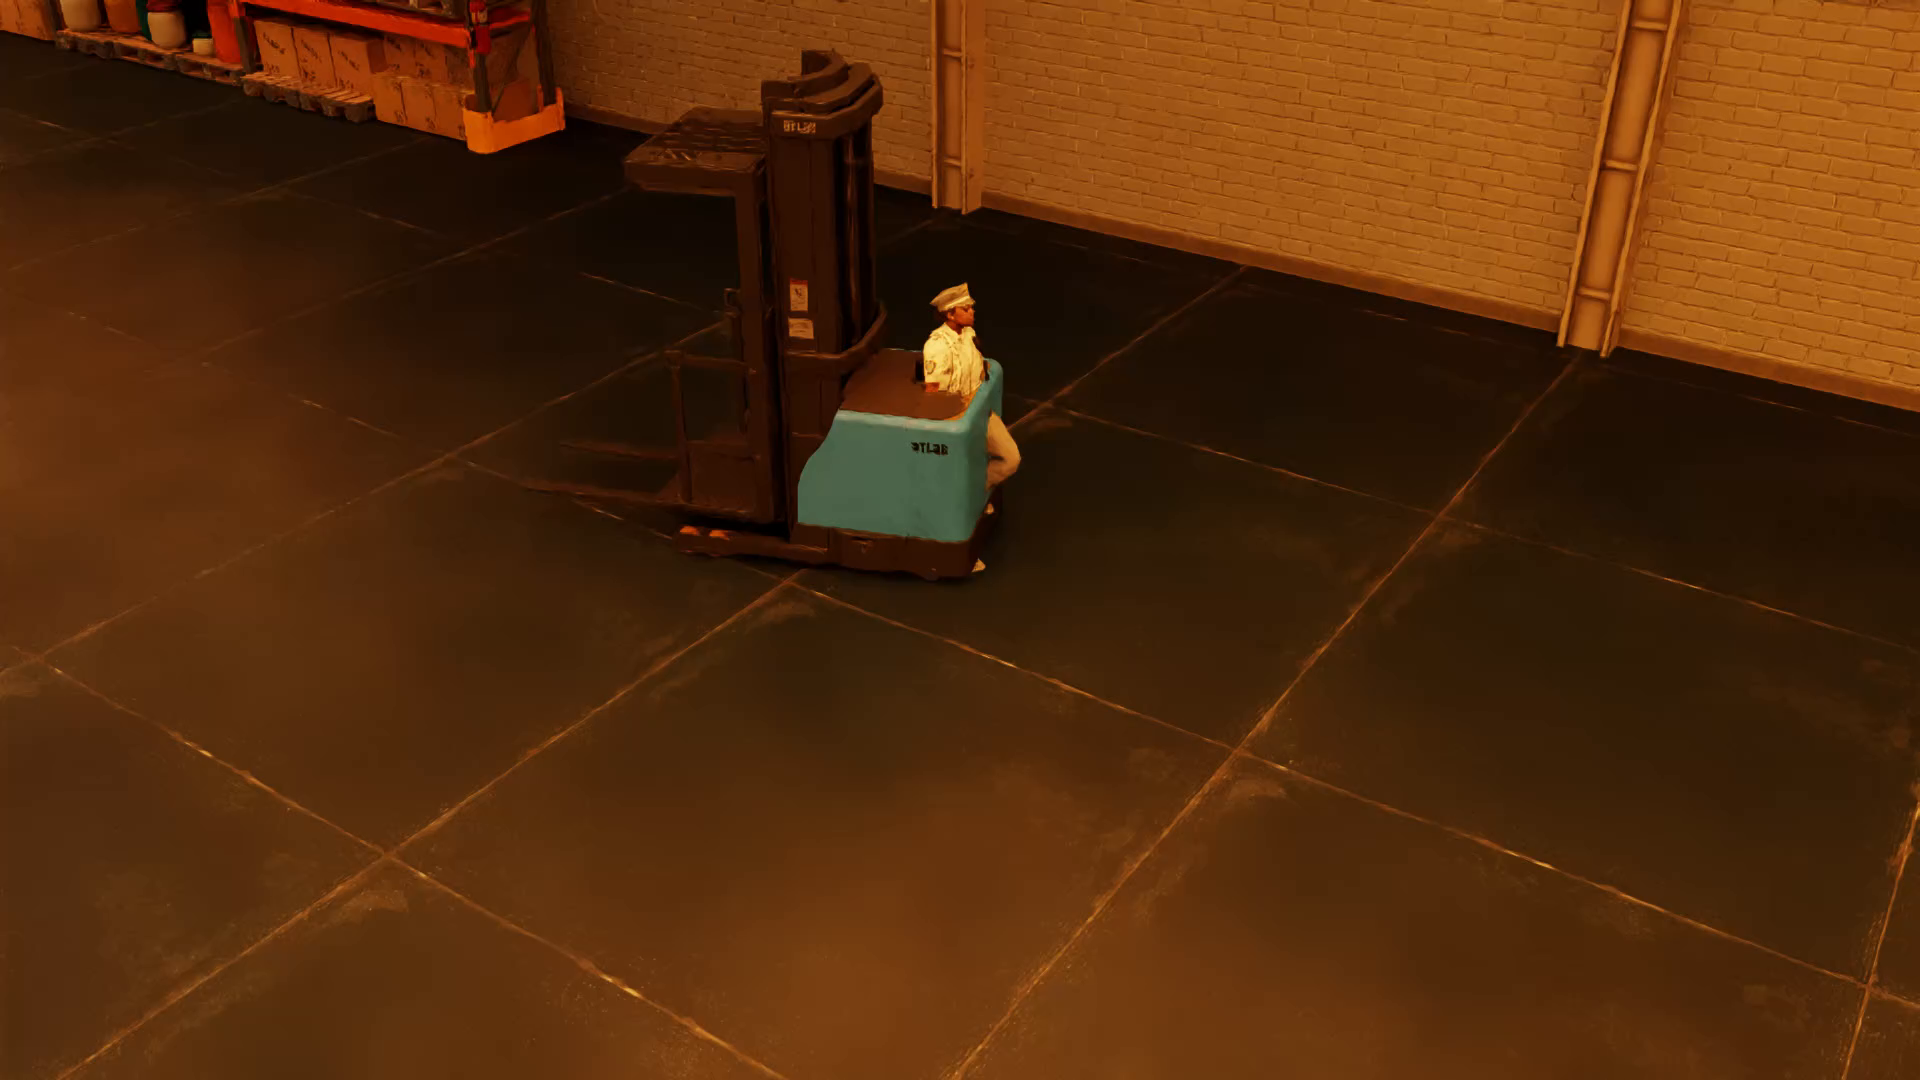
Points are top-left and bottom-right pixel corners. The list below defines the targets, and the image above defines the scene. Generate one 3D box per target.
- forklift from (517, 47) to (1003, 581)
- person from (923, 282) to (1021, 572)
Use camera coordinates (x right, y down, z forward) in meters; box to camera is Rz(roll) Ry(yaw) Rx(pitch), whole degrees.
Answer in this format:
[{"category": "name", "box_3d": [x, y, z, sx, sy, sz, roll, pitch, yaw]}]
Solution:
[{"category": "forklift", "box_3d": [-1.295, -1.408, 10.006, 3.031, 2.935, 1.130, 7, 31, 12]}, {"category": "person", "box_3d": [0.052, -0.710, 10.020, 0.558, 1.695, 0.570, 19, 35, 29]}]
